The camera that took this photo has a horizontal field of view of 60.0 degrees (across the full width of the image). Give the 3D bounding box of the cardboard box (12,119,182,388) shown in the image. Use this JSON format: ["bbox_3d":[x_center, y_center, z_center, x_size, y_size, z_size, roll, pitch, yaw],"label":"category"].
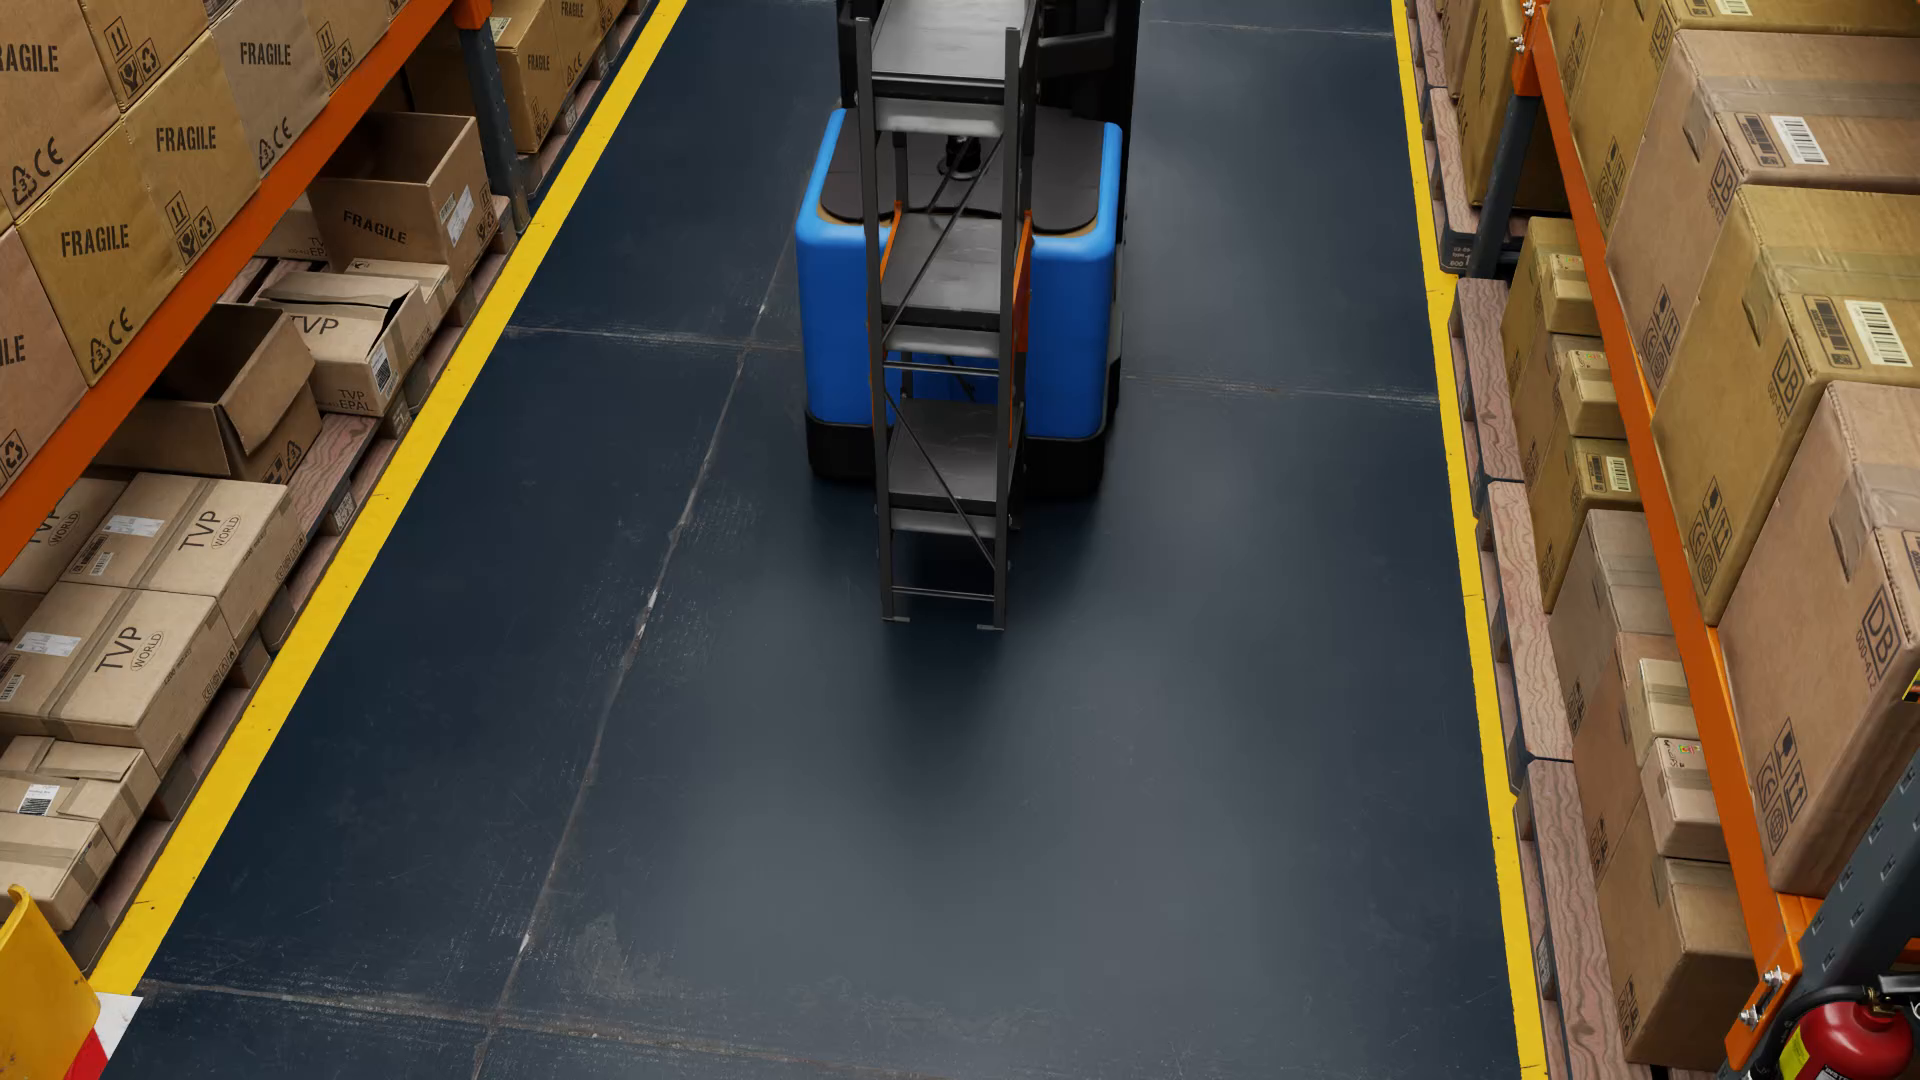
[{"bbox_3d":[-2.439,-0.760,4.298,0.500,0.500,0.500,5,44,5],"label":"cardboard box"}]

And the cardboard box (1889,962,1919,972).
[{"bbox_3d":[2.195,0.833,3.729,0.380,0.149,0.250,6,44,6],"label":"cardboard box"}]

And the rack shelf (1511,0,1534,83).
[{"bbox_3d":[2.813,-3.132,7.399,1.077,0.370,4.000,5,44,6],"label":"rack shelf"}]

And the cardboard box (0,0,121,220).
[{"bbox_3d":[-2.438,-1.127,3.958,0.500,0.500,0.500,6,44,6],"label":"cardboard box"}]

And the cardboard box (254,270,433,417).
[{"bbox_3d":[-2.255,-0.736,5.981,0.500,0.311,0.500,5,44,6],"label":"cardboard box"}]

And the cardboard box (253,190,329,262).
[{"bbox_3d":[-2.632,-1.395,6.677,0.500,0.311,0.500,5,44,6],"label":"cardboard box"}]

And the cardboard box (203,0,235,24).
[{"bbox_3d":[-2.304,-1.816,4.686,0.500,0.500,0.500,6,44,6],"label":"cardboard box"}]

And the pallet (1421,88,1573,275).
[{"bbox_3d":[2.576,-1.550,7.233,1.003,0.211,1.213,5,44,6],"label":"pallet"}]

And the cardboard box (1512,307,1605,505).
[{"bbox_3d":[2.278,-0.432,5.537,0.700,0.500,0.500,5,44,5],"label":"cardboard box"}]

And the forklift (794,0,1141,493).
[{"bbox_3d":[0.126,-2.240,5.984,1.130,2.935,3.031,4,44,4],"label":"forklift"}]

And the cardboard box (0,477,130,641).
[{"bbox_3d":[-2.908,0.049,5.196,0.500,0.250,0.500,5,44,6],"label":"cardboard box"}]

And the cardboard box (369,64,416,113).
[{"bbox_3d":[-2.581,-2.092,7.276,0.500,0.500,0.500,5,44,5],"label":"cardboard box"}]

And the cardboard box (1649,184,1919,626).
[{"bbox_3d":[2.162,-0.258,3.623,0.980,0.700,0.700,5,44,5],"label":"cardboard box"}]

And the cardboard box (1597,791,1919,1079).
[{"bbox_3d":[2.013,0.965,4.062,0.700,0.500,0.500,5,44,6],"label":"cardboard box"}]

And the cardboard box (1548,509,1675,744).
[{"bbox_3d":[2.145,0.281,4.784,0.700,0.500,0.500,4,44,4],"label":"cardboard box"}]

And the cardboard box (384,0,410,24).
[{"bbox_3d":[-2.174,-2.150,5.766,0.500,0.500,0.500,6,44,6],"label":"cardboard box"}]

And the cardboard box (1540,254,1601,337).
[{"bbox_3d":[2.122,-0.793,5.447,0.380,0.149,0.250,7,44,7],"label":"cardboard box"}]

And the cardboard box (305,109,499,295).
[{"bbox_3d":[-2.156,-1.316,6.456,0.500,0.500,0.500,5,44,6],"label":"cardboard box"}]

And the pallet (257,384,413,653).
[{"bbox_3d":[-2.613,-0.163,5.769,1.003,0.211,1.213,5,44,6],"label":"pallet"}]

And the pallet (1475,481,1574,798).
[{"bbox_3d":[2.212,0.328,5.250,1.003,0.211,1.213,5,44,6],"label":"pallet"}]

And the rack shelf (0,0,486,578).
[{"bbox_3d":[-2.627,-0.853,4.993,1.077,0.370,4.000,5,44,6],"label":"rack shelf"}]

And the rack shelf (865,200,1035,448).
[{"bbox_3d":[-0.022,-0.640,4.918,0.431,0.518,0.480,5,44,6],"label":"rack shelf"}]

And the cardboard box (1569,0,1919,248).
[{"bbox_3d":[2.359,-1.274,4.695,0.980,0.700,0.700,4,44,4],"label":"cardboard box"}]

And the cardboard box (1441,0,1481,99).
[{"bbox_3d":[2.620,-2.463,7.427,0.750,0.750,0.750,6,44,7],"label":"cardboard box"}]

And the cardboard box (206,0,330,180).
[{"bbox_3d":[-2.306,-1.448,5.025,0.500,0.500,0.500,6,44,6],"label":"cardboard box"}]

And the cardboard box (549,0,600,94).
[{"bbox_3d":[-1.997,-2.402,7.603,0.500,0.500,0.500,6,44,6],"label":"cardboard box"}]

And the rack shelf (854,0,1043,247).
[{"bbox_3d":[-0.022,-1.148,4.437,0.431,0.518,0.480,5,44,6],"label":"rack shelf"}]

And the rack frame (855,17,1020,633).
[{"bbox_3d":[-0.054,-0.483,4.733,0.400,2.100,0.015,5,44,6],"label":"rack frame"}]

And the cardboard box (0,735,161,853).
[{"bbox_3d":[-2.462,0.693,4.577,0.380,0.166,0.250,5,44,6],"label":"cardboard box"}]

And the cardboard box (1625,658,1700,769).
[{"bbox_3d":[1.883,0.451,4.133,0.380,0.149,0.250,6,44,7],"label":"cardboard box"}]

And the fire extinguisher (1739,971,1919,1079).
[{"bbox_3d":[1.542,0.921,2.924,0.296,0.674,0.183,5,44,6],"label":"fire extinguisher"}]

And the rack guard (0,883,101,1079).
[{"bbox_3d":[-2.881,1.104,4.220,1.175,0.500,0.348,5,44,6],"label":"rack guard"}]

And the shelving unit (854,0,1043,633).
[{"bbox_3d":[-0.022,-0.650,4.909,0.431,2.100,0.503,5,44,6],"label":"shelving unit"}]

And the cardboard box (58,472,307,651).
[{"bbox_3d":[-2.406,0.061,5.184,0.500,0.250,0.500,5,44,6],"label":"cardboard box"}]

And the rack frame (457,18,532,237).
[{"bbox_3d":[-2.362,-2.478,6.185,1.000,3.000,0.127,5,44,6],"label":"rack frame"}]

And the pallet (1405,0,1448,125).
[{"bbox_3d":[2.735,-2.384,8.114,1.003,0.211,1.213,5,44,6],"label":"pallet"}]

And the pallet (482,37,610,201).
[{"bbox_3d":[-2.292,-2.023,7.733,1.003,0.211,1.213,5,44,6],"label":"pallet"}]
